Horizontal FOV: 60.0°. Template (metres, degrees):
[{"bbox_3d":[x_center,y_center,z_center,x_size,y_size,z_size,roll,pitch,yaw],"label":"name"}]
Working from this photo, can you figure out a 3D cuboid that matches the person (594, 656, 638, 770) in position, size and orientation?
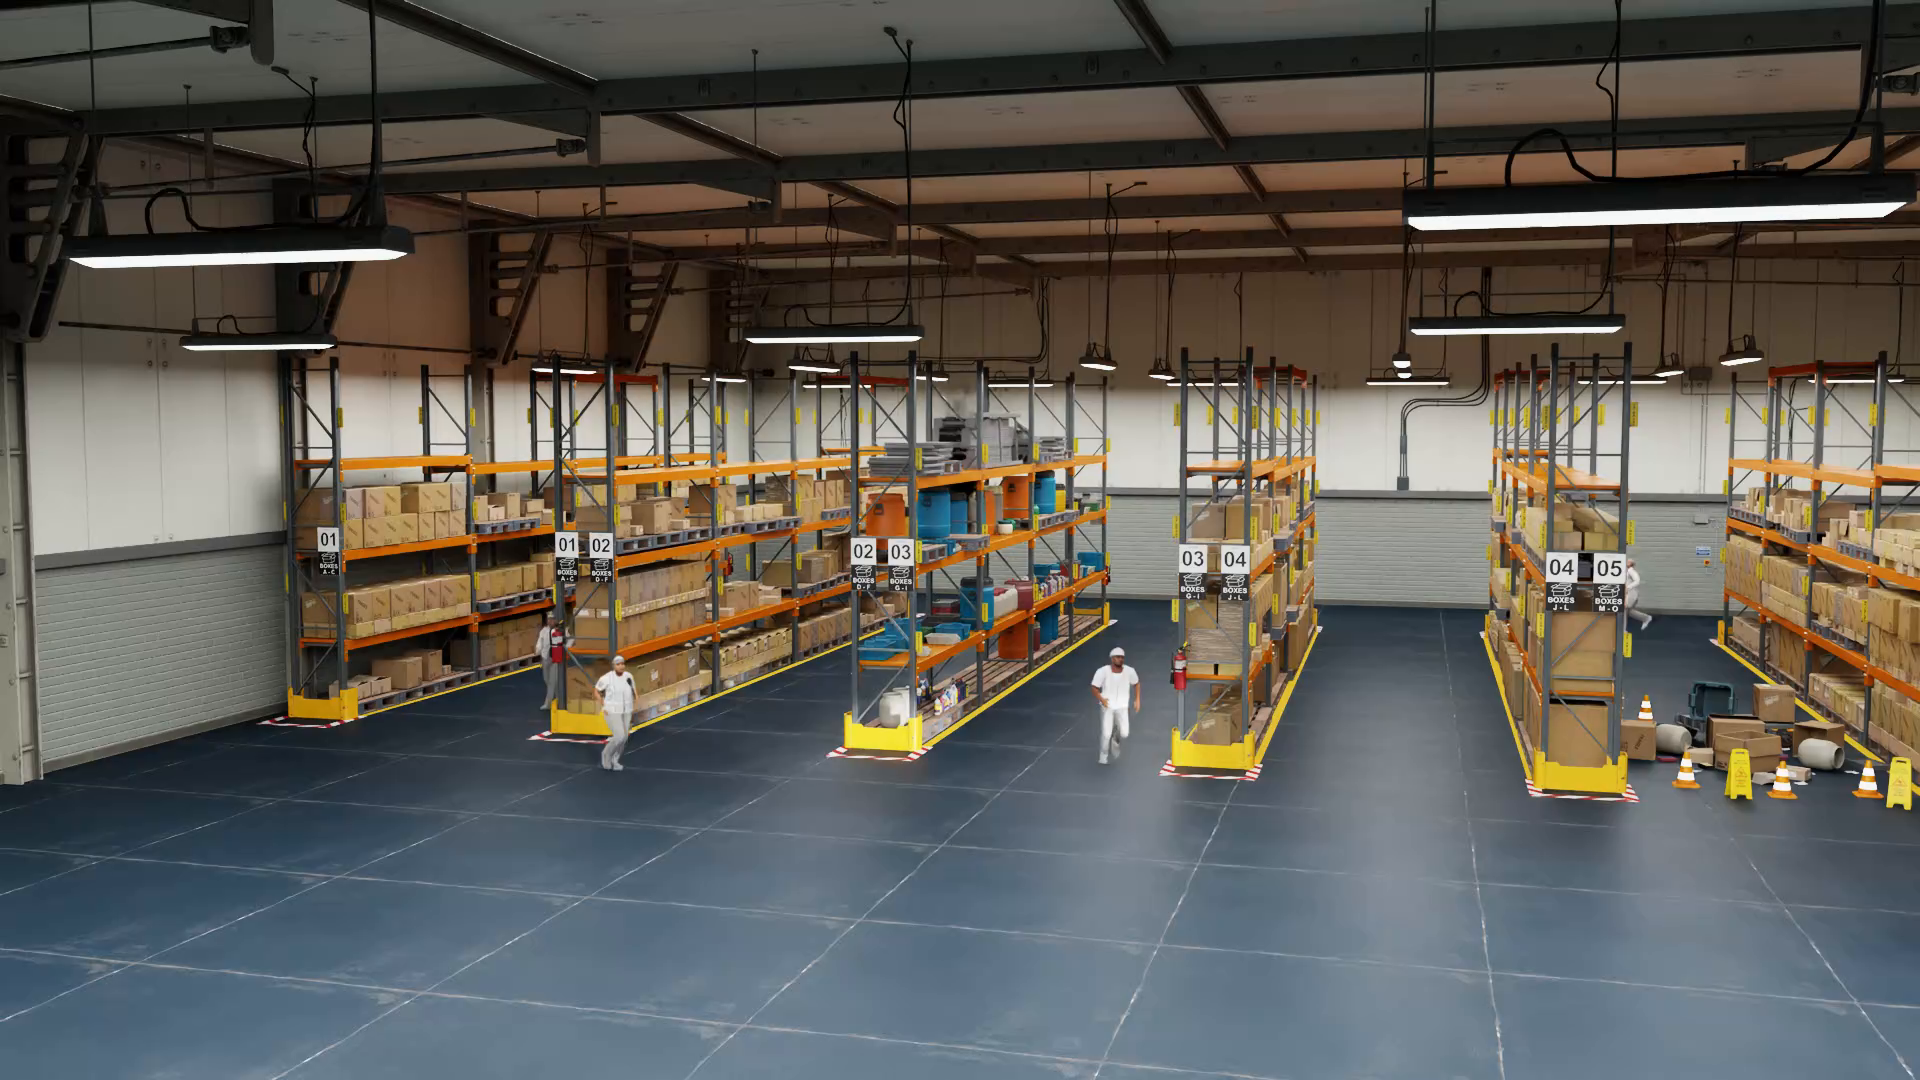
[{"bbox_3d":[-4.807,2.452,23.561,0.586,1.633,0.585,-4,6,-42],"label":"person"}]

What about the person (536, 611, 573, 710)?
[{"bbox_3d":[-7.016,2.049,28.663,0.618,1.669,0.890,1,4,10],"label":"person"}]

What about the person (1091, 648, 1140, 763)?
[{"bbox_3d":[2.258,2.385,23.933,0.753,1.687,0.564,0,4,-7],"label":"person"}]

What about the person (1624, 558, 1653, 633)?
[{"bbox_3d":[15.552,1.311,38.461,0.933,1.781,0.718,1,4,18],"label":"person"}]
